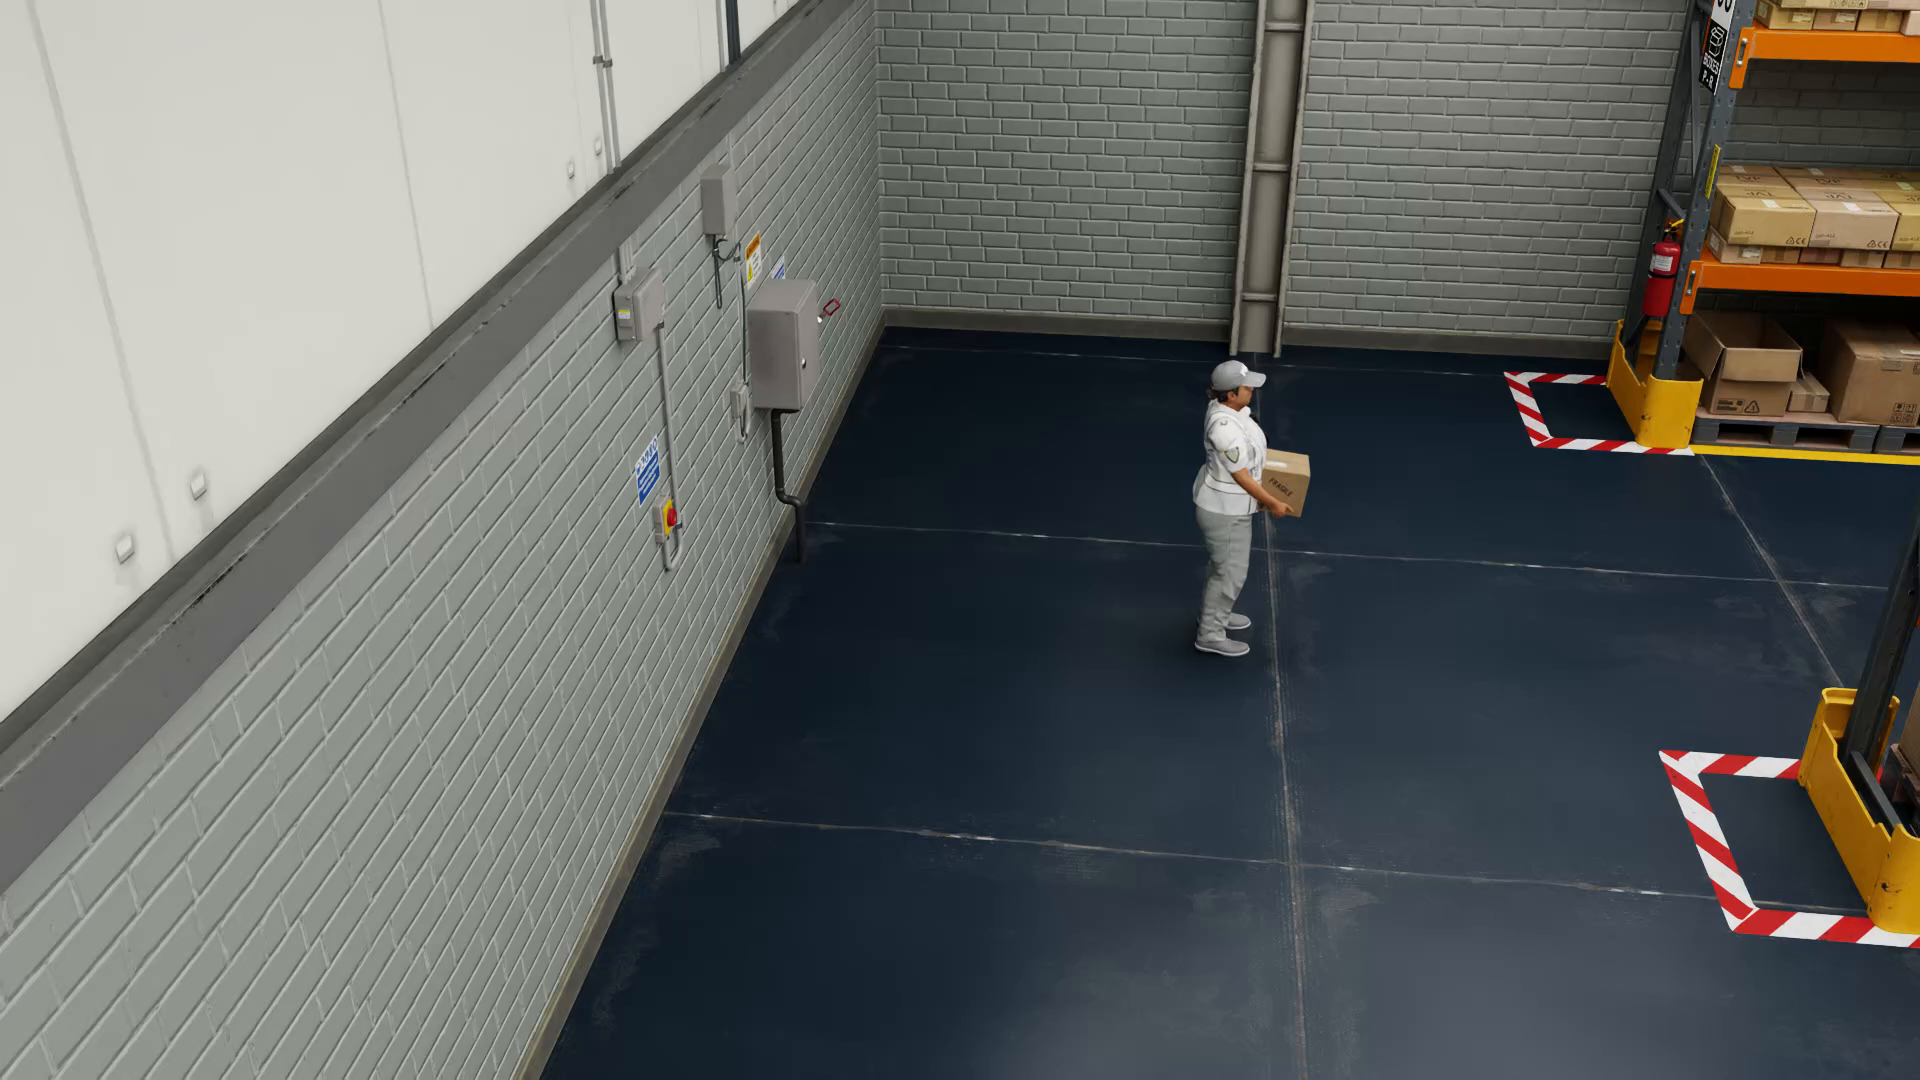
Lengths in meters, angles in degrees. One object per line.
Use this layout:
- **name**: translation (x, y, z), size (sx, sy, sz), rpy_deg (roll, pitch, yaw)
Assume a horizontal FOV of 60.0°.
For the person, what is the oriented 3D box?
- **person**: translation (1.519, -0.179, 8.962), size (0.535, 1.658, 0.455), rpy_deg (4, 29, 7)
